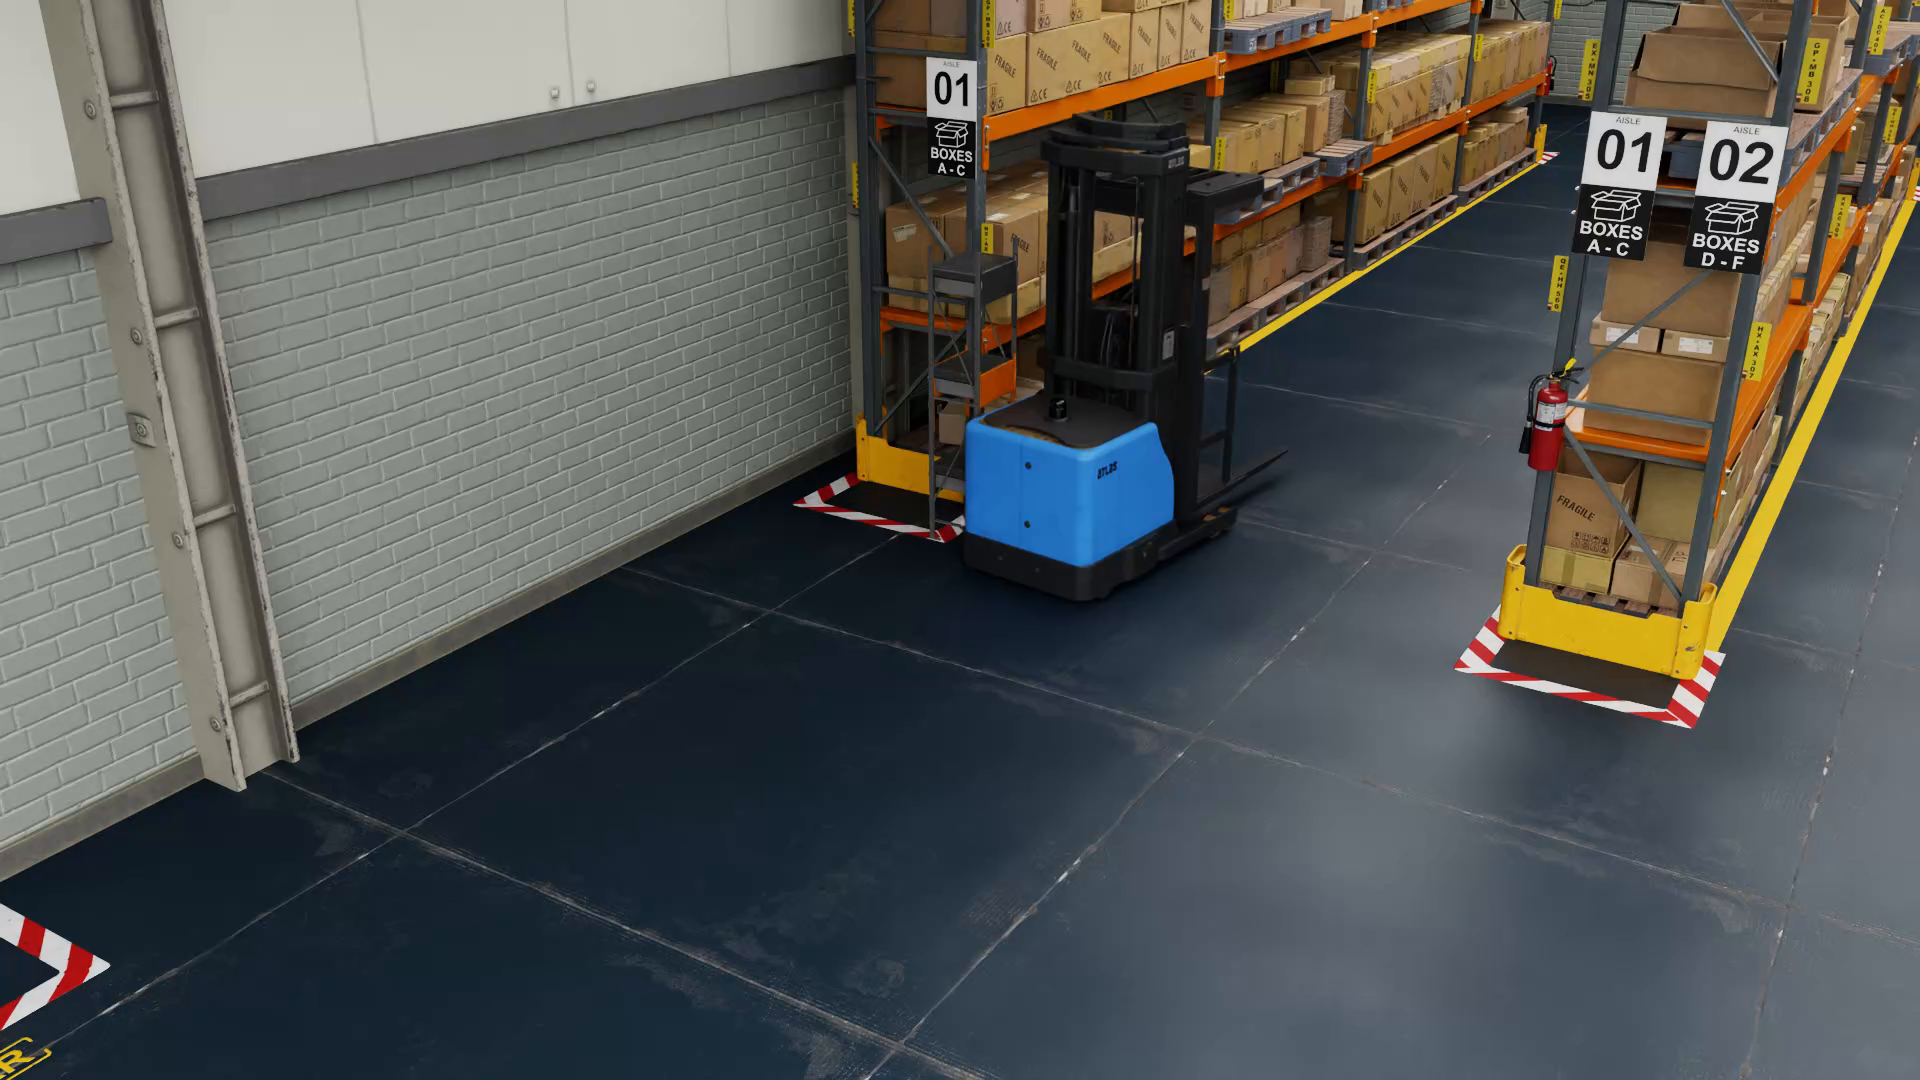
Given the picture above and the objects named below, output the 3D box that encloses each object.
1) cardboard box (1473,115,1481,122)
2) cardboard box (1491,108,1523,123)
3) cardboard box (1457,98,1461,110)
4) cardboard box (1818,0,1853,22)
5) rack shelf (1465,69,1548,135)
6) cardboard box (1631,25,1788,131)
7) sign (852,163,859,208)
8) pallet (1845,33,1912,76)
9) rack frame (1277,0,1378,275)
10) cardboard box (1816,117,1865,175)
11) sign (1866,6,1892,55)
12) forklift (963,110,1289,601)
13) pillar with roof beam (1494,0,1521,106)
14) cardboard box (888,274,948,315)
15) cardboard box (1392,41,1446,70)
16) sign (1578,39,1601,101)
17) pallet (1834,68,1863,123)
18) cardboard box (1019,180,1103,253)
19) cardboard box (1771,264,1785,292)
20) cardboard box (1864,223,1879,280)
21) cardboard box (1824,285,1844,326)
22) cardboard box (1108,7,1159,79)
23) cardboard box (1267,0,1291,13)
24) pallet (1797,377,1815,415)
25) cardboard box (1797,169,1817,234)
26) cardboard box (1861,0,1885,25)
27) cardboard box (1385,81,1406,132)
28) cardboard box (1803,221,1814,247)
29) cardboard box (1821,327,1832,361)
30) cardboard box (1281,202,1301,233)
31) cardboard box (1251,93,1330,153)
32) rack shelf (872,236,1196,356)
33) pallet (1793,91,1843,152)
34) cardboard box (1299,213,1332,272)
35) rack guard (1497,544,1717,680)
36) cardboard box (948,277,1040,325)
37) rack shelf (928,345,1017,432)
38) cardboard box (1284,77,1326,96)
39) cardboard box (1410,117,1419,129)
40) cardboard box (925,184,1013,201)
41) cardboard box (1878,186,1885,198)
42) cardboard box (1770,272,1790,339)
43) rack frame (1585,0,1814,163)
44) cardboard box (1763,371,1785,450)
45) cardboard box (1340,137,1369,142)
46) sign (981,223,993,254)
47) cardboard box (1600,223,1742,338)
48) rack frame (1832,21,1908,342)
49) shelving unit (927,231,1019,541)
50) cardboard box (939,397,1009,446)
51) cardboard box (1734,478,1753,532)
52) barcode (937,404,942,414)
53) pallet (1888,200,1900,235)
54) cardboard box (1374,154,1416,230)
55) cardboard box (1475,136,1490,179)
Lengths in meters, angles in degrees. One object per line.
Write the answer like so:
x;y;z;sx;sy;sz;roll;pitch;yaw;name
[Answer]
7.110;-5.906;23.419;0.380;0.149;0.250;14;27;29;cardboard box
7.834;-6.082;23.826;0.380;0.149;0.250;15;27;30;cardboard box
6.117;-5.535;21.050;0.380;0.149;0.250;14;27;29;cardboard box
6.405;-4.122;12.436;0.500;0.500;0.500;14;27;30;cardboard box
7.110;-6.159;23.107;1.077;0.370;4.000;14;27;29;rack shelf
4.242;-2.601;9.372;0.797;0.503;0.637;16;28;33;cardboard box
-0.736;-2.564;12.041;0.100;0.325;0.005;14;27;29;sign
7.286;-4.091;13.887;1.003;0.211;1.213;15;28;31;pallet
3.945;-4.464;18.286;1.000;3.000;0.127;14;27;29;rack frame
8.392;-3.902;16.333;0.700;0.500;0.500;5;24;11;cardboard box
6.518;-3.612;11.791;0.100;0.325;0.005;14;27;29;sign
1.333;-1.467;11.449;1.130;2.935;3.031;18;29;35;forklift
12.512;-10.108;23.771;9.100;9.000;0.400;14;27;29;pillar with roof beam
-0.193;-1.903;12.533;0.500;0.250;0.500;14;27;30;cardboard box
5.479;-5.796;19.893;0.500;0.250;0.500;14;27;30;cardboard box
3.482;-2.592;9.172;0.100;0.325;0.005;14;27;29;sign
5.618;-3.120;11.517;1.003;0.211;1.213;14;27;29;pallet
0.780;-2.484;12.933;0.500;0.500;0.500;13;27;27;cardboard box
5.276;-1.766;11.110;0.380;0.149;0.250;15;28;31;cardboard box
9.450;-3.099;17.726;0.500;0.500;0.500;13;27;27;cardboard box
7.820;-2.210;15.307;0.500;0.311;0.500;13;27;28;cardboard box
1.241;-3.960;13.196;0.500;0.500;0.500;13;26;27;cardboard box
2.842;-5.313;15.818;0.500;0.500;0.500;13;27;27;cardboard box
7.044;-1.468;14.875;1.003;0.211;1.213;14;27;29;pallet
5.817;-2.567;12.146;0.700;0.500;0.500;14;27;29;cardboard box
7.703;-4.582;14.443;0.500;0.250;0.500;15;27;30;cardboard box
4.703;-4.941;18.862;0.500;0.500;0.500;15;28;31;cardboard box
6.084;-2.284;12.308;0.380;0.149;0.250;14;27;29;cardboard box
7.549;-1.786;15.032;0.500;0.250;0.500;15;27;30;cardboard box
3.256;-3.430;17.546;0.500;0.250;0.500;14;27;30;cardboard box
3.434;-4.357;17.359;0.700;0.500;0.500;11;26;24;cardboard box
0.780;-2.109;13.751;1.077;0.370;4.000;14;27;29;rack shelf
4.973;-2.710;10.569;1.003;0.211;1.213;14;27;29;pallet
3.610;-3.265;18.109;0.700;0.500;0.500;14;27;30;cardboard box
3.923;0.428;10.132;1.175;0.500;0.348;14;27;29;rack guard
0.252;-1.803;12.302;0.500;0.250;0.500;13;27;27;cardboard box
0.088;-1.007;11.467;0.431;0.518;0.480;14;27;29;rack shelf
3.632;-4.775;17.509;0.380;0.149;0.250;9;25;20;cardboard box
5.260;-5.028;19.879;0.380;0.149;0.250;15;27;31;cardboard box
0.067;-2.420;12.784;0.500;0.500;0.500;14;27;30;cardboard box
11.252;-4.469;20.886;0.797;0.503;0.637;14;27;29;cardboard box
5.544;-1.793;11.989;0.700;0.500;0.500;14;27;28;cardboard box
3.936;-3.480;8.462;1.000;3.000;0.127;14;27;29;rack frame
5.713;-0.984;12.235;0.500;0.500;0.500;14;27;29;cardboard box
4.316;-4.421;18.477;0.380;0.149;0.250;13;27;28;cardboard box
0.186;-2.048;11.615;0.100;0.325;0.005;14;27;29;sign
4.221;-1.541;9.776;0.700;0.500;0.500;14;27;29;cardboard box
8.156;-3.427;15.891;1.000;3.000;0.127;14;27;29;rack frame
0.088;-1.019;11.462;0.431;2.100;0.503;14;27;29;shelving unit
0.167;-0.947;12.992;0.500;0.311;0.500;11;26;23;cardboard box
5.200;-0.298;11.596;0.500;0.250;0.500;14;27;29;cardboard box
-0.164;-1.041;13.198;0.001;0.075;0.075;14;27;29;barcode
11.271;-4.143;21.054;1.003;0.211;1.213;14;27;29;pallet
4.912;-4.185;19.820;0.750;0.750;0.750;14;27;29;cardboard box
6.805;-5.260;22.741;0.700;0.500;0.500;14;27;28;cardboard box
